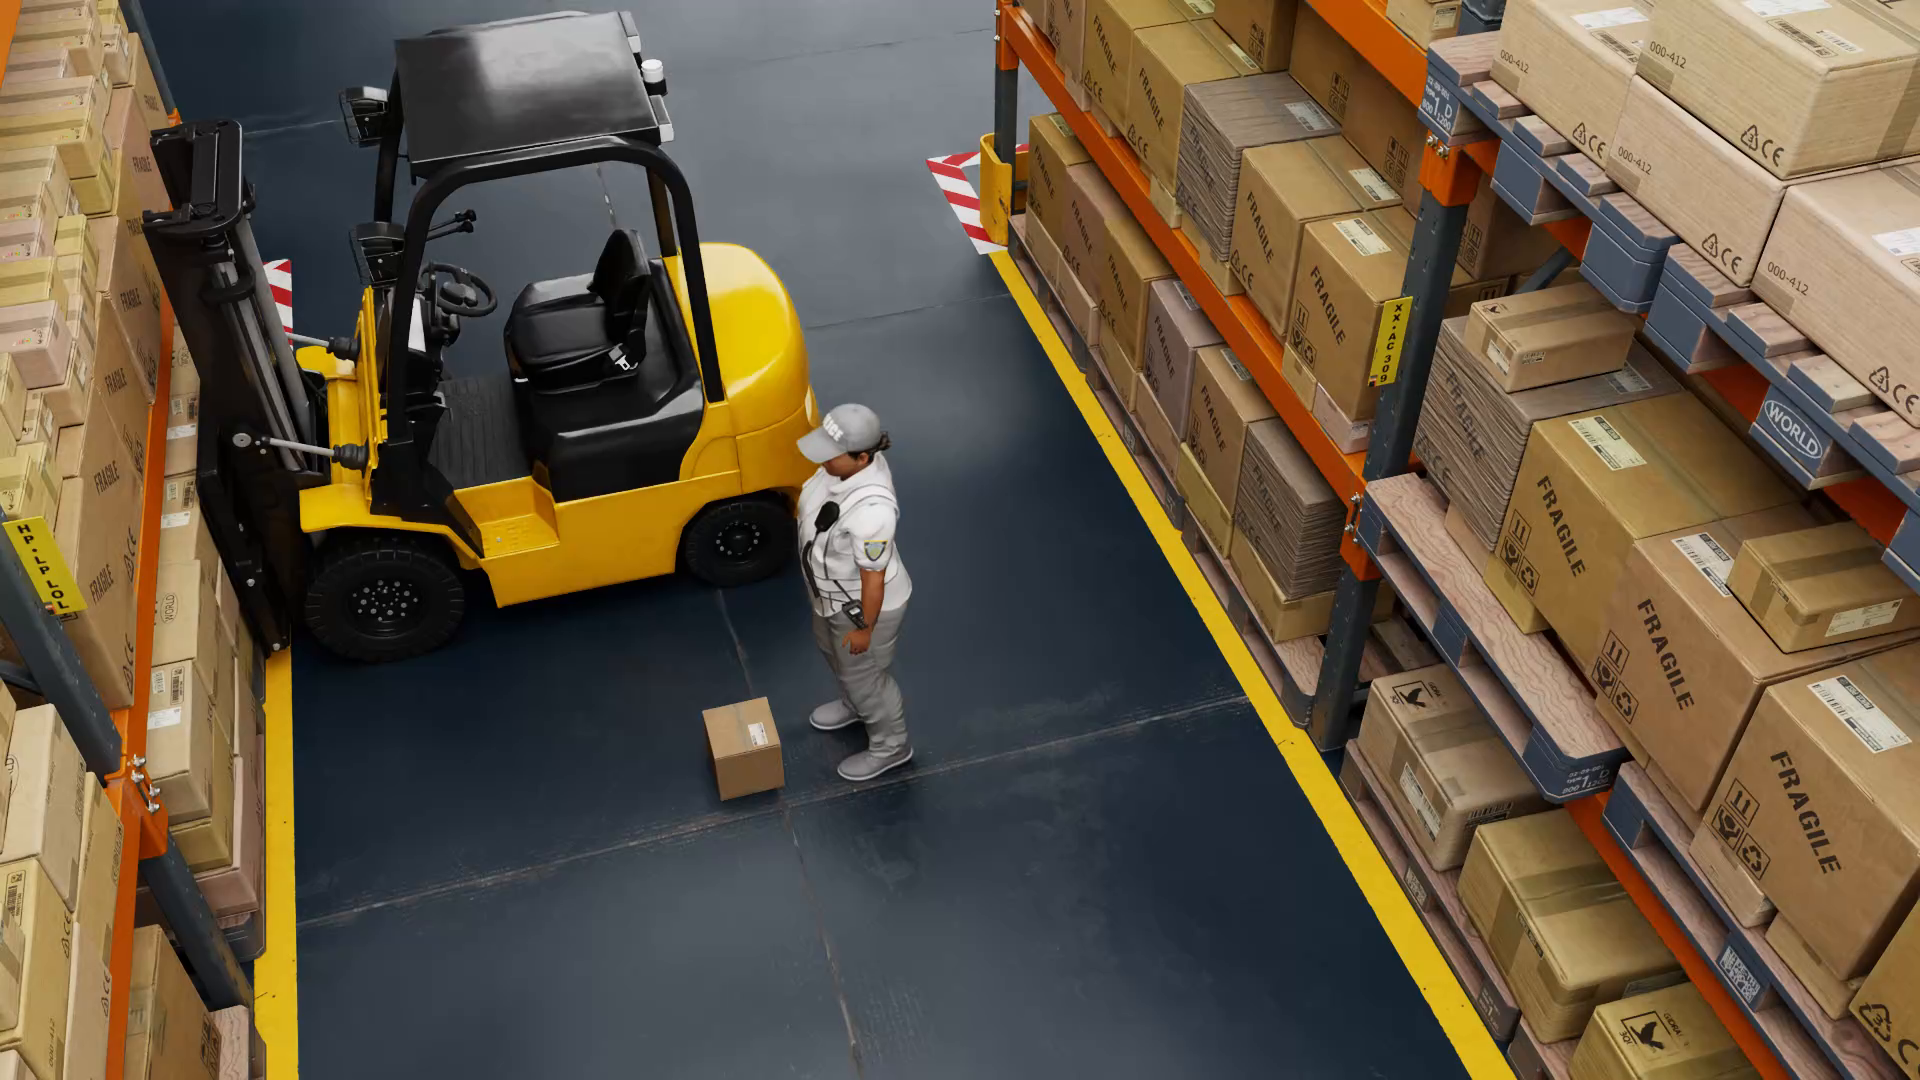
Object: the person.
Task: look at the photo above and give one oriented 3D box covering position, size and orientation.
[{"bbox_3d":[-0.379,0.192,5.956,0.392,1.661,0.466,-11,44,-12],"label":"person"}]
